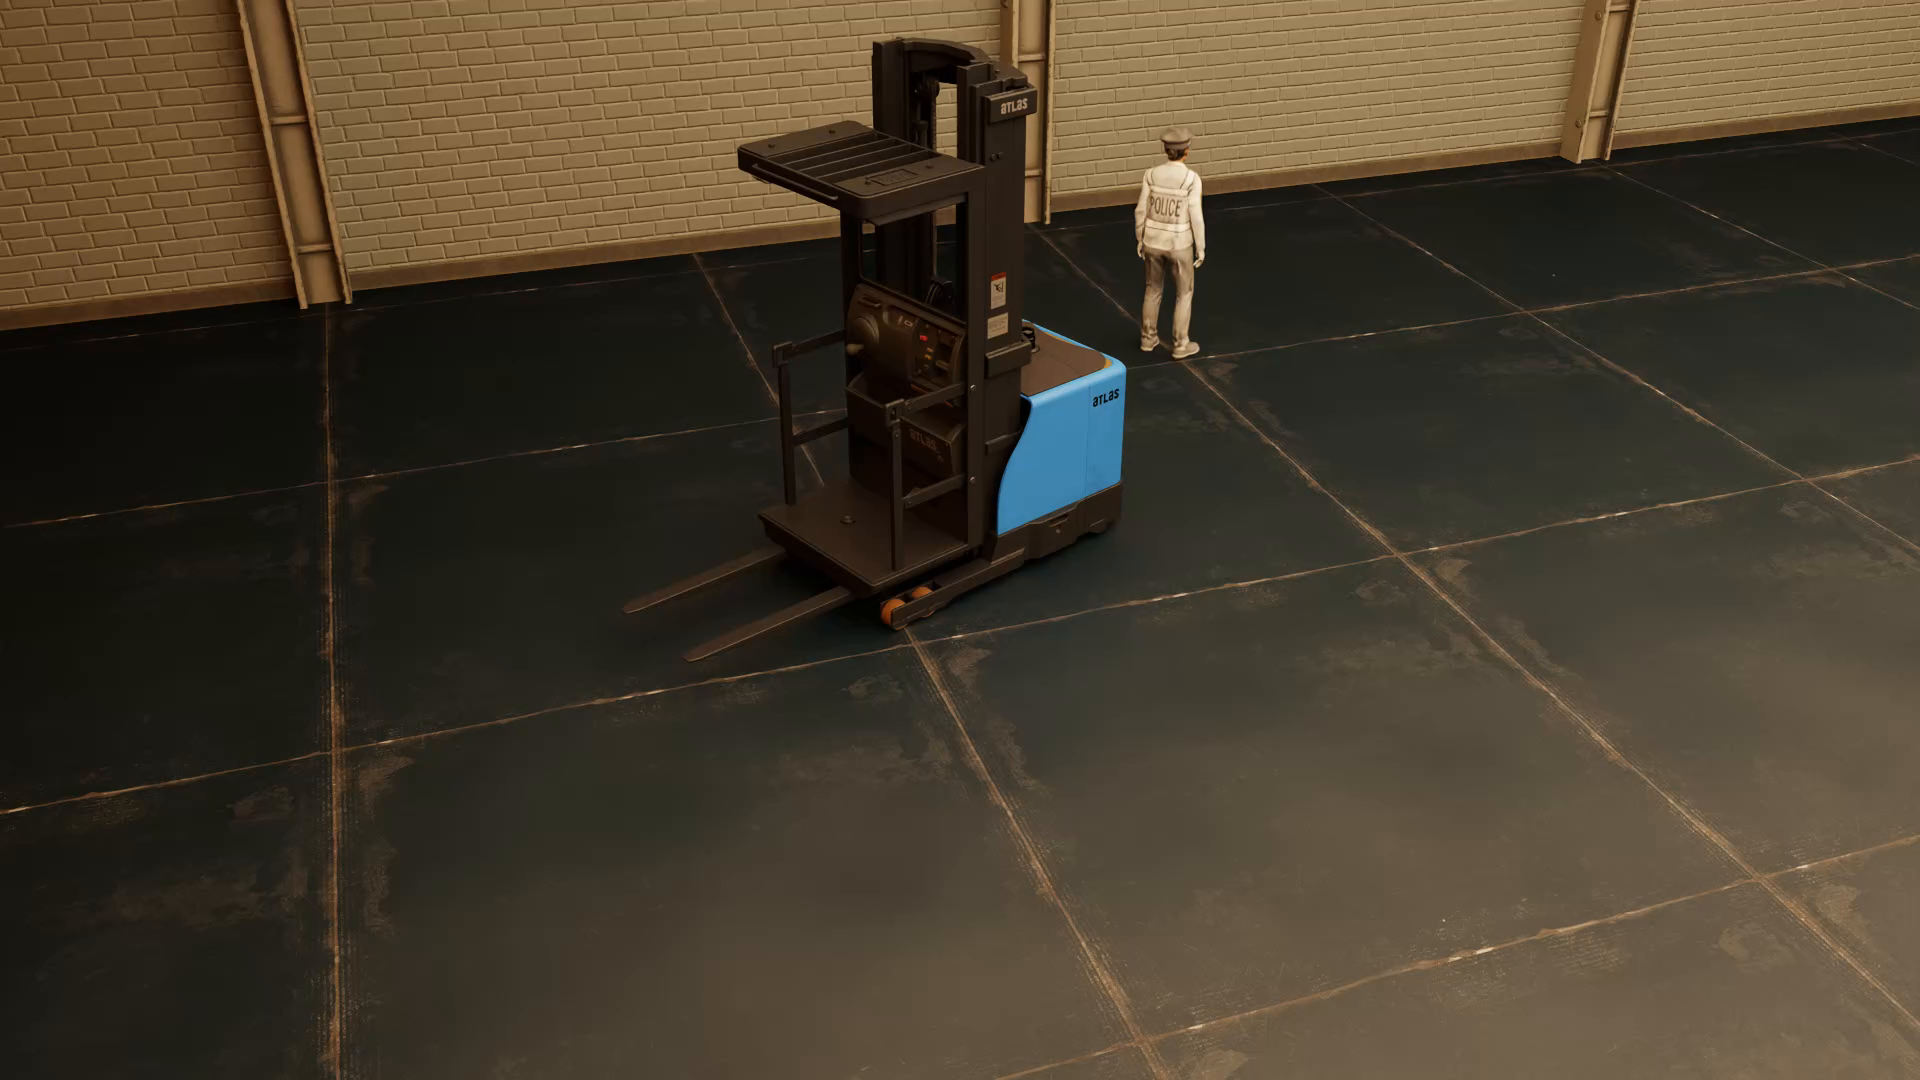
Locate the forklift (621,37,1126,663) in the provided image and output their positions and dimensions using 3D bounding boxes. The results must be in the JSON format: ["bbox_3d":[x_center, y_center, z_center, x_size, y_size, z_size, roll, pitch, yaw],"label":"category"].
[{"bbox_3d":[-0.461,-1.072,8.951,3.031,2.935,1.130,-23,37,-34],"label":"forklift"}]

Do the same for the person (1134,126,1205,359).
[{"bbox_3d":[1.524,-2.139,12.083,0.530,1.664,0.371,15,33,24],"label":"person"}]
